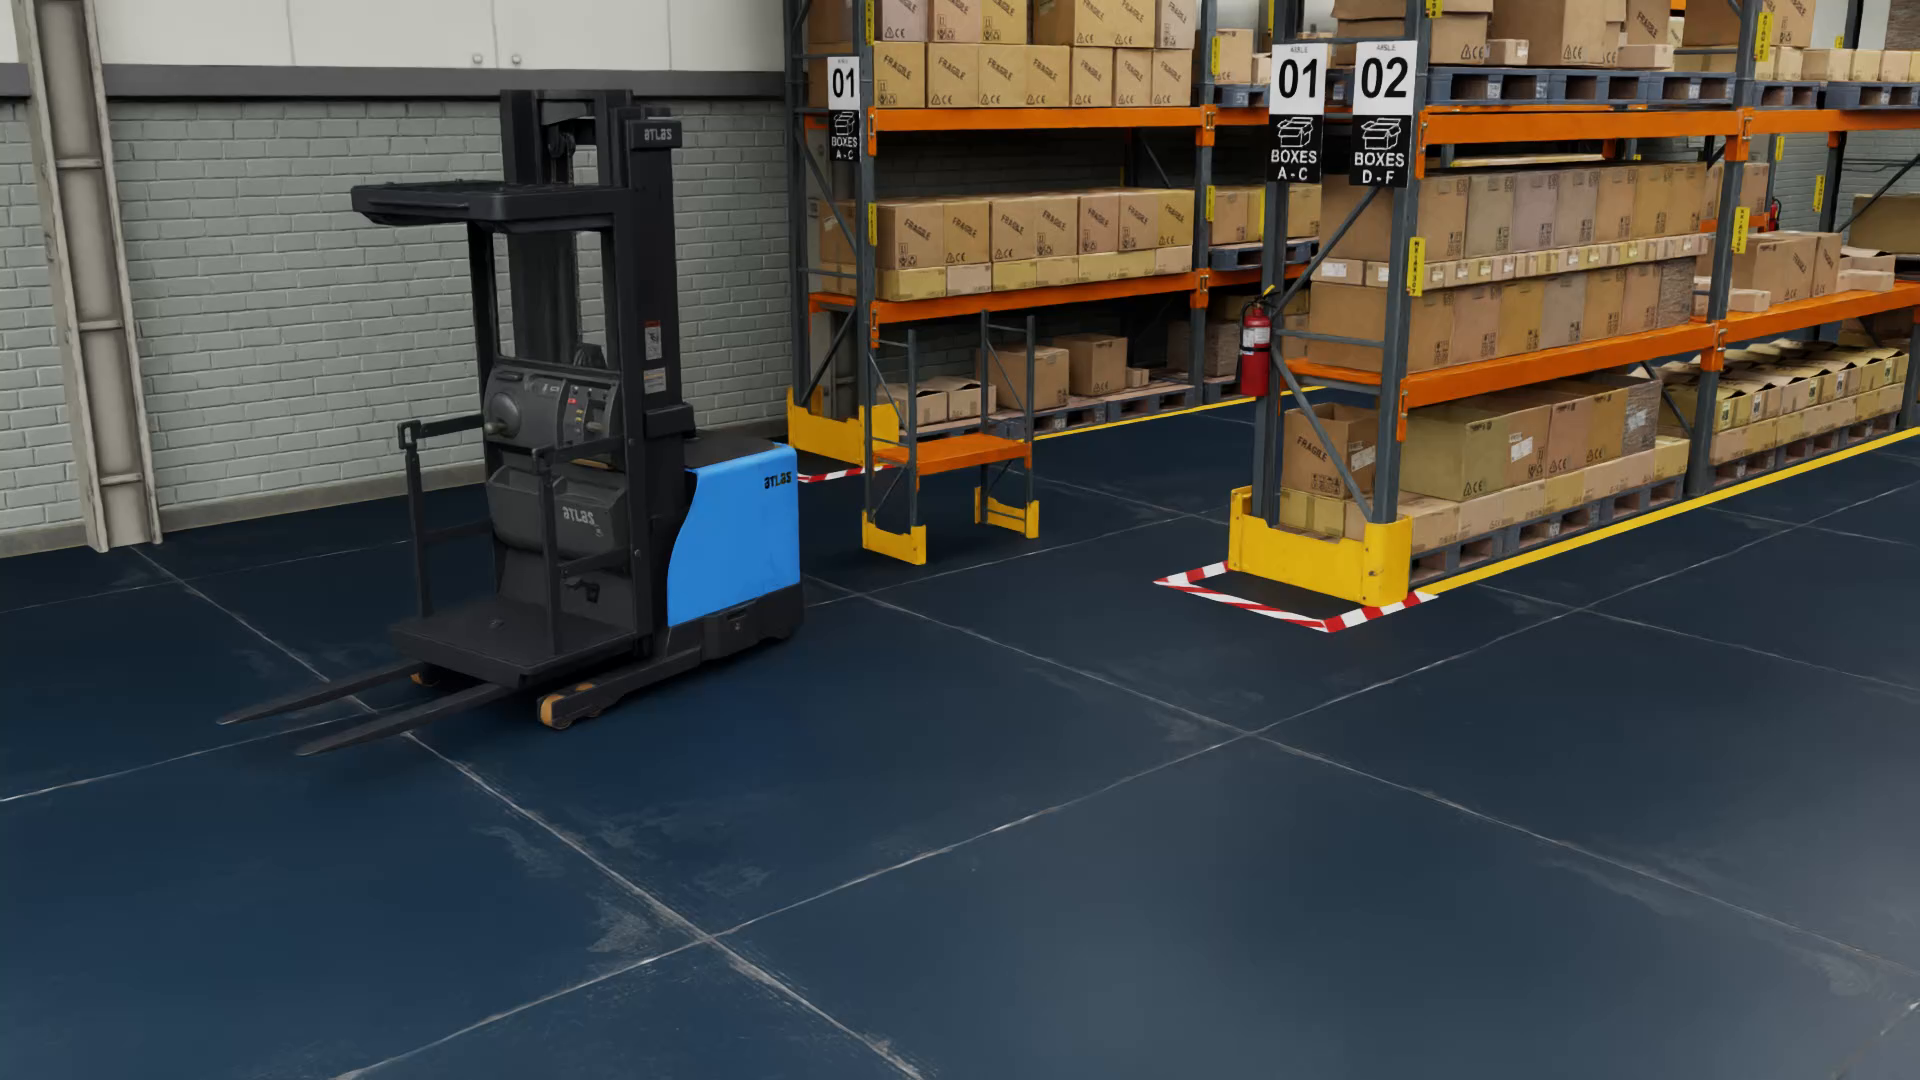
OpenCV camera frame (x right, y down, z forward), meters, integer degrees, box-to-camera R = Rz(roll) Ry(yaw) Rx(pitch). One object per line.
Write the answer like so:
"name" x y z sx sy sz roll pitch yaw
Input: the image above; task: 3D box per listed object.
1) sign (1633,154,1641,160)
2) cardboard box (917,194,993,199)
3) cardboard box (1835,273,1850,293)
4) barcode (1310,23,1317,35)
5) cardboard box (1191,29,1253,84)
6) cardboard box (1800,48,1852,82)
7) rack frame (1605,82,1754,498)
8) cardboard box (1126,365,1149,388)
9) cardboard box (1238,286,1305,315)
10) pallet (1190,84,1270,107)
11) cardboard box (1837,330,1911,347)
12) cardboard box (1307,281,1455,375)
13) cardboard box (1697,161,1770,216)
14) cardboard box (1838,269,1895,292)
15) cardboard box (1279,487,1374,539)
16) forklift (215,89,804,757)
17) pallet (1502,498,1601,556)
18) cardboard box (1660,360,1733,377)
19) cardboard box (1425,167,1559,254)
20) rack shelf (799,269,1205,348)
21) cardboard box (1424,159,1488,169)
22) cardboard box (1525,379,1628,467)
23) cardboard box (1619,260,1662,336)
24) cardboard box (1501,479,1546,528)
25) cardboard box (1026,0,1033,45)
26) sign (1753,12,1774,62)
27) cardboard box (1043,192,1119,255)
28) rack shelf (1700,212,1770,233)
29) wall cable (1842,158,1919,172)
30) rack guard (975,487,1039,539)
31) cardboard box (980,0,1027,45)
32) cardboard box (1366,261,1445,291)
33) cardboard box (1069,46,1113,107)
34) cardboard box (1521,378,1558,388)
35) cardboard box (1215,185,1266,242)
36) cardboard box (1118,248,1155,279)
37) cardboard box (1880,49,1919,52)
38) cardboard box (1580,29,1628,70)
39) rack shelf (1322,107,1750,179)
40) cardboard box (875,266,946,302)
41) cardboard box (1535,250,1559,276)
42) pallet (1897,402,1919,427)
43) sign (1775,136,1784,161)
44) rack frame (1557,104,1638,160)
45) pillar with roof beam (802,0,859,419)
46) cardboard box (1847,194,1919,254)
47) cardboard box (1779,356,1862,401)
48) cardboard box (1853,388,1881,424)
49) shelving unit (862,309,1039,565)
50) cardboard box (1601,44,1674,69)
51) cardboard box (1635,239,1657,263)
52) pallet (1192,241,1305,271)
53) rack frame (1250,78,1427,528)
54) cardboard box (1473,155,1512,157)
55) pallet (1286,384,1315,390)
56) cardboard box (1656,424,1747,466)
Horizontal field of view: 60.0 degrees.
"sign" 8.373 -4.608 20.598 0.005 0.325 0.100 -13 19 -39
"cardboard box" -0.054 -2.750 14.533 0.500 0.500 0.500 -13 20 -41
"cardboard box" 7.321 -2.201 14.164 0.250 0.149 0.380 -11 18 -35
"barcode" 2.122 -3.069 9.988 0.075 0.075 0.001 -13 19 -39
"cardboard box" 2.439 -4.613 15.887 0.500 0.500 0.500 -9 18 -32
"cardboard box" 6.711 -3.763 13.190 0.500 0.250 0.500 14 20 42
"rack frame" 5.229 -1.872 12.444 0.127 3.000 1.000 -13 19 -39
"cardboard box" 1.590 -1.583 16.000 0.380 0.166 0.250 13 20 40
"cardboard box" 3.238 -2.495 17.315 0.500 0.250 0.500 -13 20 -41
"pallet" 2.510 -4.278 16.003 1.003 0.211 1.213 -13 19 -39
"cardboard box" 8.798 -1.758 16.011 0.500 0.500 0.500 -12 19 -37
"cardboard box" 2.572 -1.319 10.181 0.500 0.500 0.700 -13 19 -39
"cardboard box" 10.649 -4.925 23.293 0.700 0.700 0.980 -12 19 -37
"cardboard box" 7.749 -2.222 14.242 0.250 0.149 0.380 -13 19 -39
"cardboard box" 2.422 -0.217 10.764 0.500 0.250 0.500 -13 19 -39
"forklift" -2.144 -0.660 8.041 1.130 2.935 3.031 11 18 35
"pallet" 3.681 -0.190 11.553 1.213 0.211 1.003 -13 19 -39
"cardboard box" 6.112 -1.315 13.788 0.500 0.311 0.500 -13 20 -40
"cardboard box" 3.385 -2.130 10.705 0.500 0.500 0.700 -13 19 -39
"rack shelf" 0.465 -2.149 14.877 4.000 0.370 1.077 -13 19 -39
"cardboard box" 5.525 -4.109 18.557 0.500 0.250 0.500 -12 19 -38
"cardboard box" 4.263 -0.819 11.566 0.500 0.500 0.500 -13 19 -39
"cardboard box" 4.505 -1.753 11.806 0.500 0.500 0.700 -13 20 -40
"cardboard box" 3.514 -0.286 11.023 0.500 0.250 0.500 -13 19 -39
"cardboard box" 0.285 -4.529 14.412 0.500 0.500 0.500 -13 20 -39
"sign" 5.594 -3.501 11.577 0.005 0.325 0.100 -13 19 -39
"cardboard box" 1.061 -2.826 14.815 0.500 0.500 0.500 -13 20 -41
"rack shelf" 9.518 -4.182 22.487 4.000 0.370 1.077 -13 19 -39
"wall cable" 15.528 -7.155 26.616 0.112 2.526 3.097 -13 19 -39
"rack guard" 0.318 -0.192 11.485 0.087 0.250 0.587 -13 19 -39
"cardboard box" 0.198 -4.330 13.666 0.500 0.500 0.500 -12 19 -38
"cardboard box" 2.649 -1.580 9.903 0.250 0.149 0.380 -13 20 -40
"cardboard box" 0.972 -4.024 14.459 0.500 0.500 0.500 -14 20 -41
"cardboard box" 3.919 -0.921 11.948 0.500 0.500 0.500 -13 19 -39
"cardboard box" 2.807 -3.269 16.630 0.500 0.500 0.700 -10 18 -34
"cardboard box" 1.435 -2.551 15.238 0.500 0.250 0.500 -13 19 -39
"cardboard box" 8.553 -4.127 14.882 0.500 0.500 0.910 -13 19 -39
"cardboard box" 4.268 -3.423 11.527 0.500 0.311 0.500 -14 20 -42
"rack shelf" 3.720 -2.634 10.882 4.000 0.370 1.077 -13 19 -39
"cardboard box" -0.467 -2.116 13.610 0.500 0.250 0.500 -13 20 -41
"cardboard box" 3.619 -1.799 10.721 0.250 0.149 0.380 -13 20 -40
"pallet" 8.834 -1.321 15.787 1.213 0.211 1.003 -13 19 -39
"sign" 11.372 -5.434 23.079 0.005 0.325 0.100 -13 19 -39
"rack frame" 8.009 -4.191 21.126 0.127 3.000 1.000 -13 19 -39
"pillar with roof beam" 1.743 -4.505 10.678 0.400 9.000 9.100 -13 19 -39
"cardboard box" 8.647 -2.929 15.396 0.700 0.500 0.500 8 17 28
"cardboard box" 7.242 -1.384 14.045 0.500 0.311 0.500 -13 20 -40
"cardboard box" 7.623 -1.199 14.441 0.500 0.250 0.500 -13 20 -40
"shelving unit" -0.058 -0.712 11.008 1.083 1.500 0.587 -13 19 -39
"cardboard box" 4.498 -3.212 11.053 0.250 0.149 0.380 -13 19 -39
"cardboard box" 4.583 -2.015 11.529 0.250 0.149 0.380 -13 20 -39
"pallet" 2.646 -2.844 16.456 1.213 0.211 1.003 -13 19 -39
"rack frame" 2.211 -1.194 9.908 0.127 3.000 1.000 -13 19 -39
"cardboard box" 6.330 -4.464 19.887 0.500 0.250 0.500 -13 20 -41
"pallet" 3.481 -1.828 17.685 1.213 0.211 1.003 -13 19 -39
"cardboard box" 5.696 -0.766 12.820 0.500 0.250 0.500 -13 20 -41
